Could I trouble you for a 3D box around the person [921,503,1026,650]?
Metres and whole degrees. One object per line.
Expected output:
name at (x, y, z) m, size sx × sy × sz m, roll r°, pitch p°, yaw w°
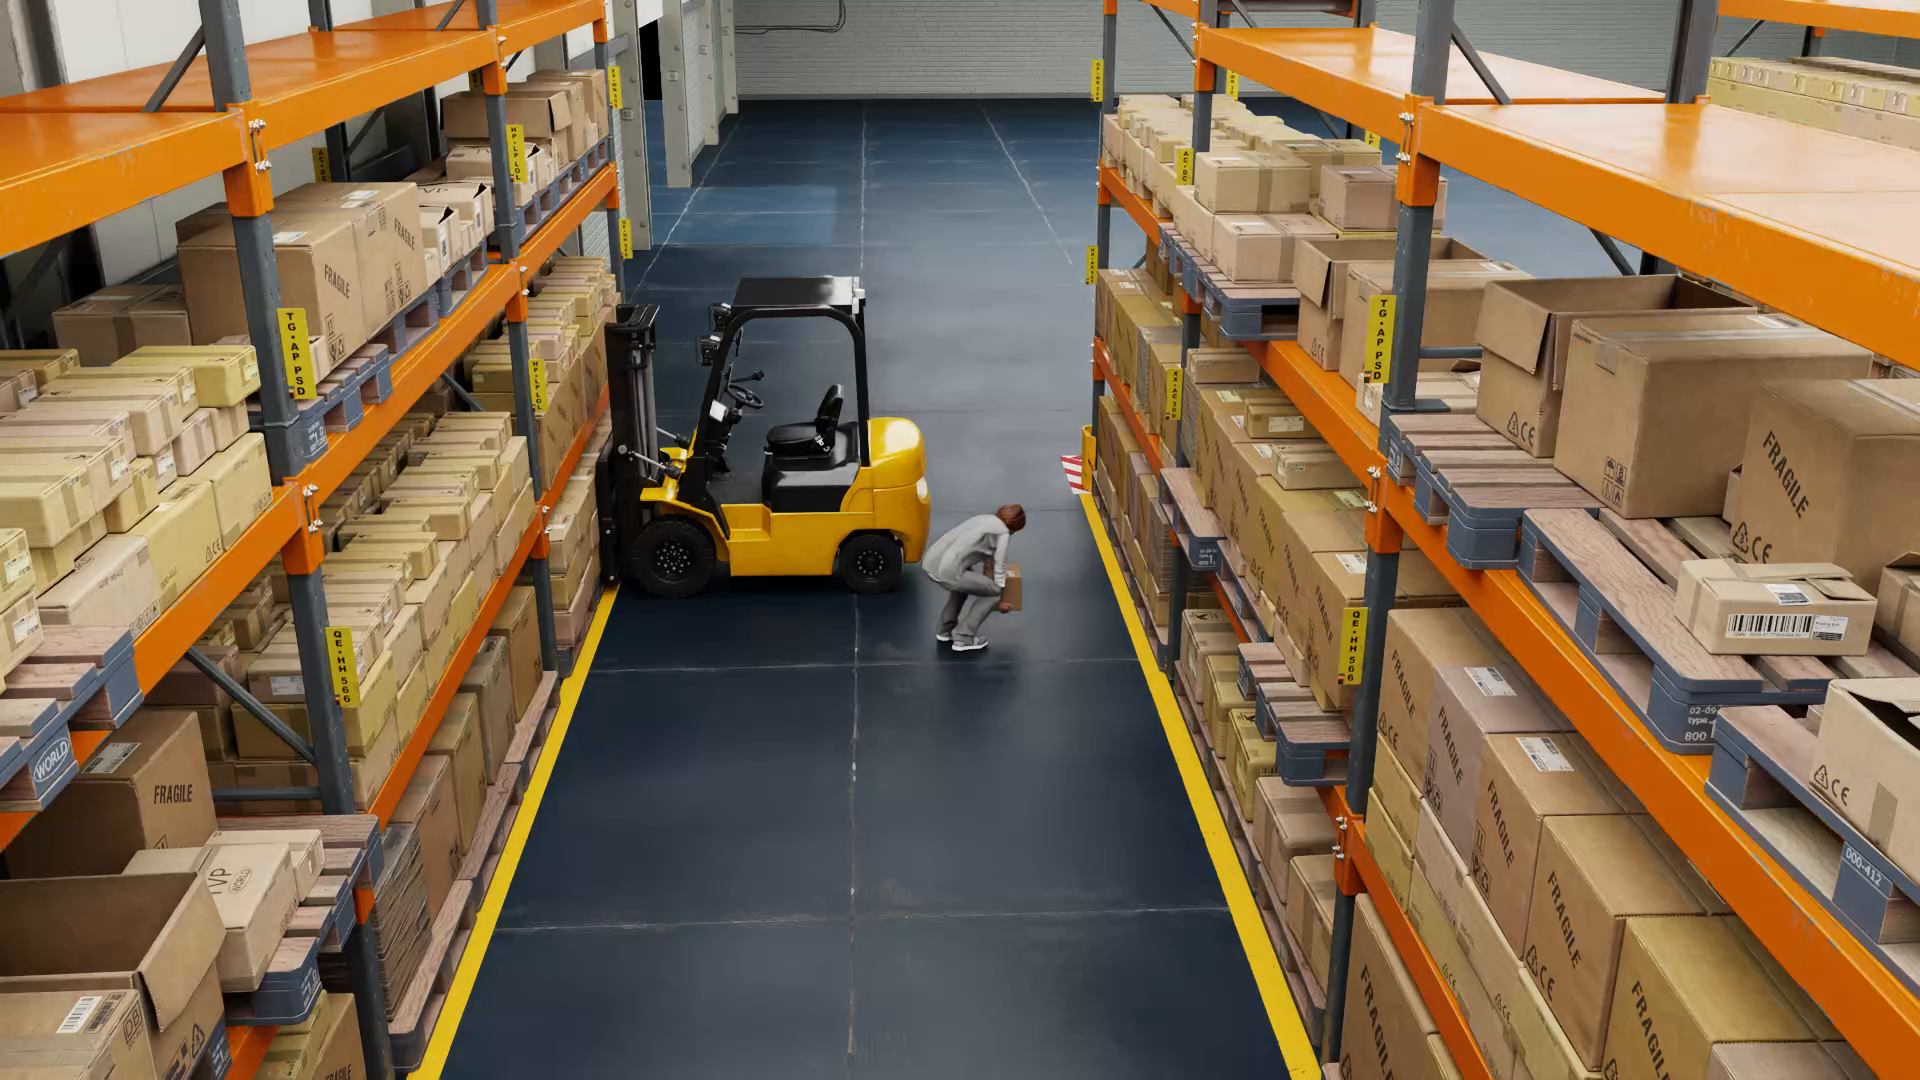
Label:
person at (0.117, 0.252, 11.388) m, size 0.837 × 0.919 × 0.432 m, roll -14°, pitch 25°, yaw -32°
